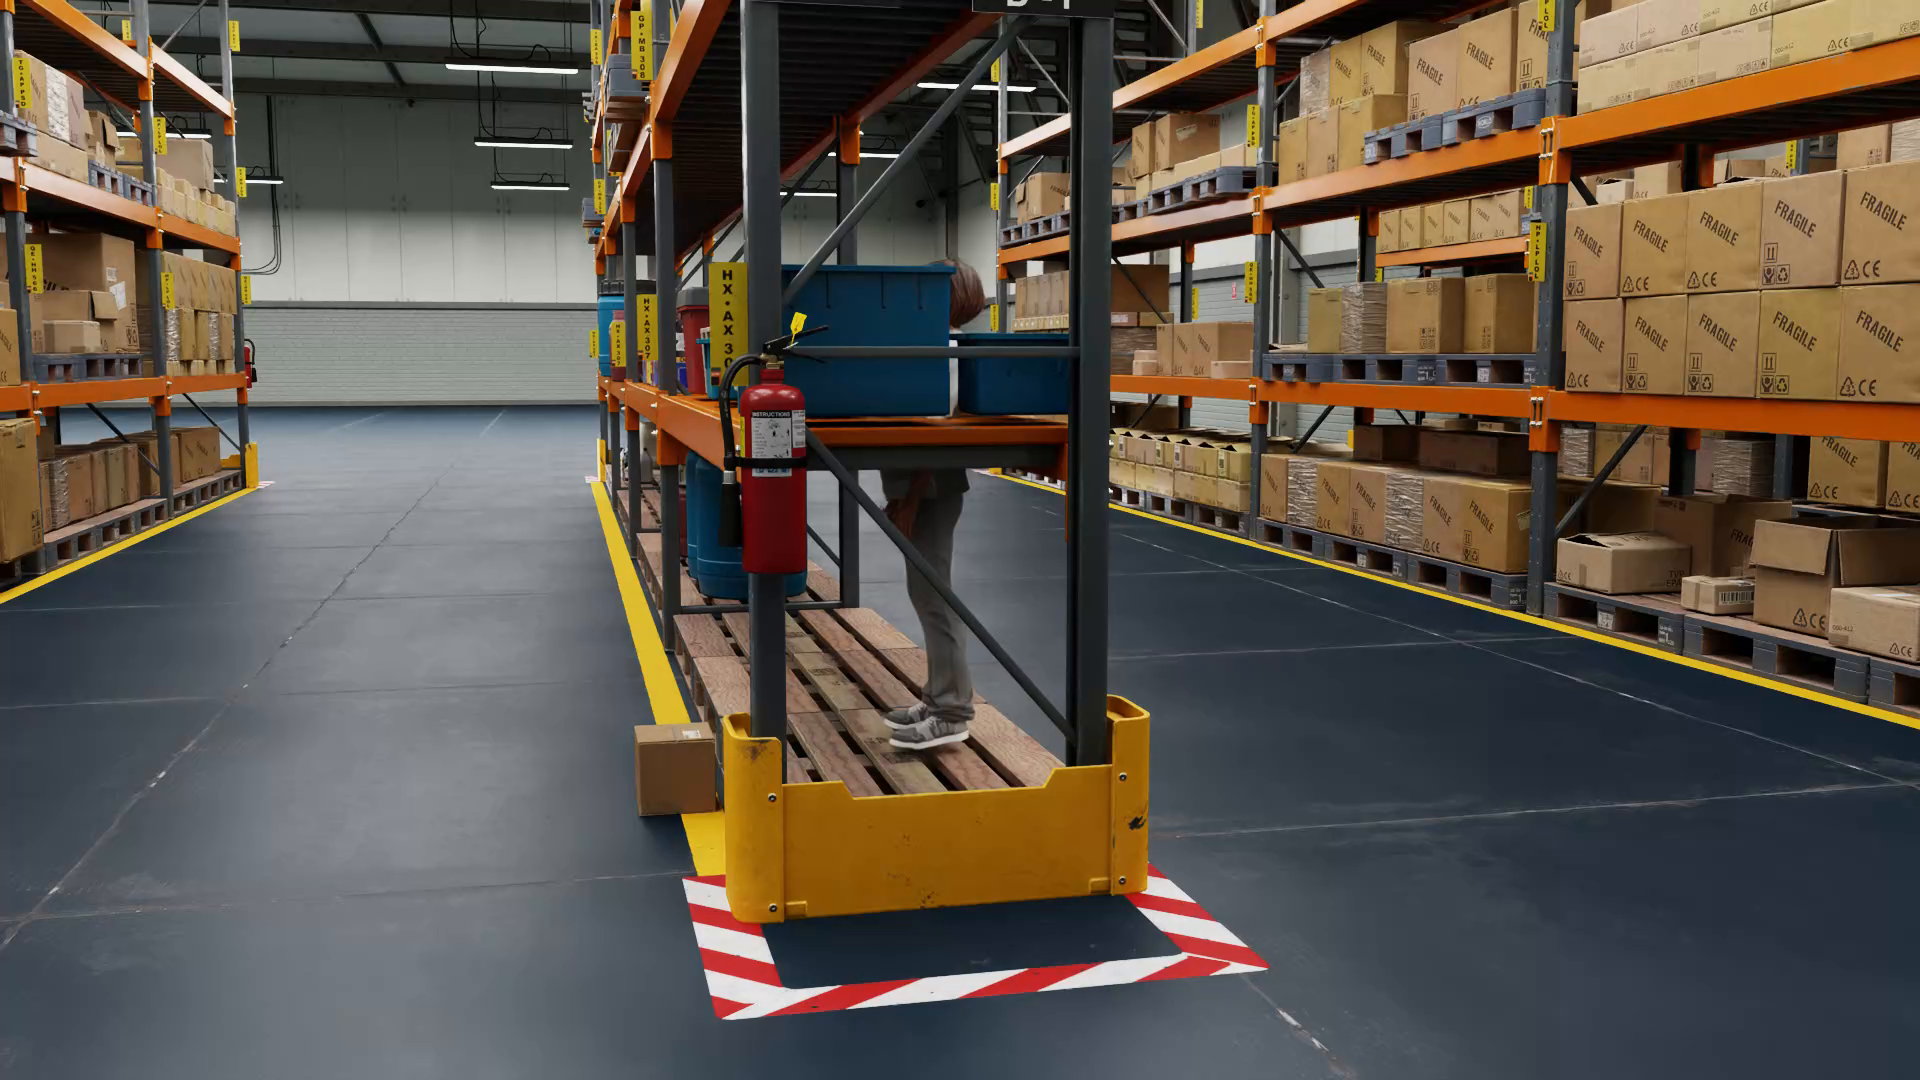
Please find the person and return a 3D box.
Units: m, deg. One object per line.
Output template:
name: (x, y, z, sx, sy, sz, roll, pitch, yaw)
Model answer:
person: (-0.095, -0.124, 5.482, 0.349, 1.589, 0.407, -1, 6, -6)
